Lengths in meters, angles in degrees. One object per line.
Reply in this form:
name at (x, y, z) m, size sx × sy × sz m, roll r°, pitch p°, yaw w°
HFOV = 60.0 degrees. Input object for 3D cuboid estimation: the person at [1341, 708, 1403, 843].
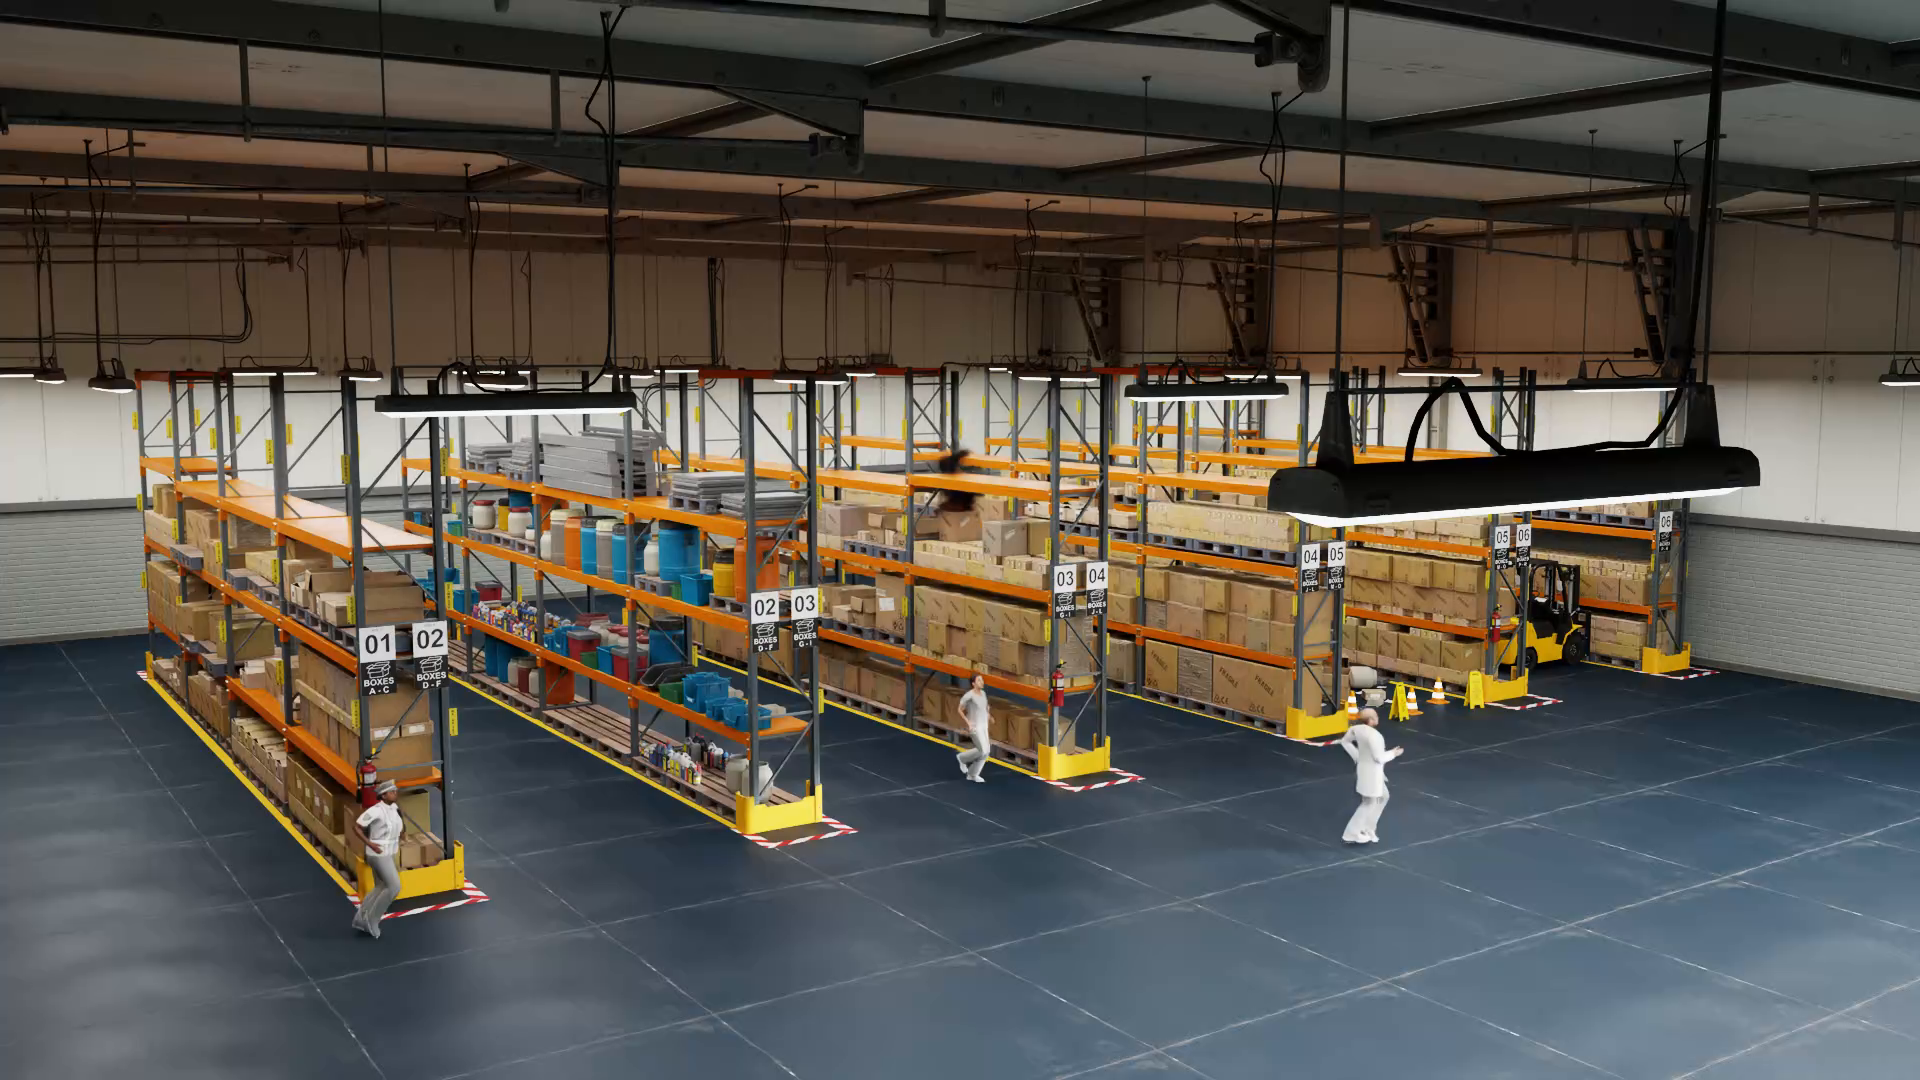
person at (5.296, 3.050, 21.391) m, size 0.755 × 1.814 × 0.688 m, roll 0°, pitch 6°, yaw -4°

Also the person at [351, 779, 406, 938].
person at (-6.344, 3.463, 18.229) m, size 0.604 × 1.696 × 0.587 m, roll 1°, pitch 6°, yaw 5°

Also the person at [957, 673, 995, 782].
person at (0.251, 2.764, 24.538) m, size 0.545 × 1.621 × 0.550 m, roll 6°, pitch 8°, yaw 41°

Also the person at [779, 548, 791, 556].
person at (-4.362, 0.892, 40.659) m, size 0.692 × 1.712 × 0.599 m, roll 3°, pitch 7°, yaw 22°
